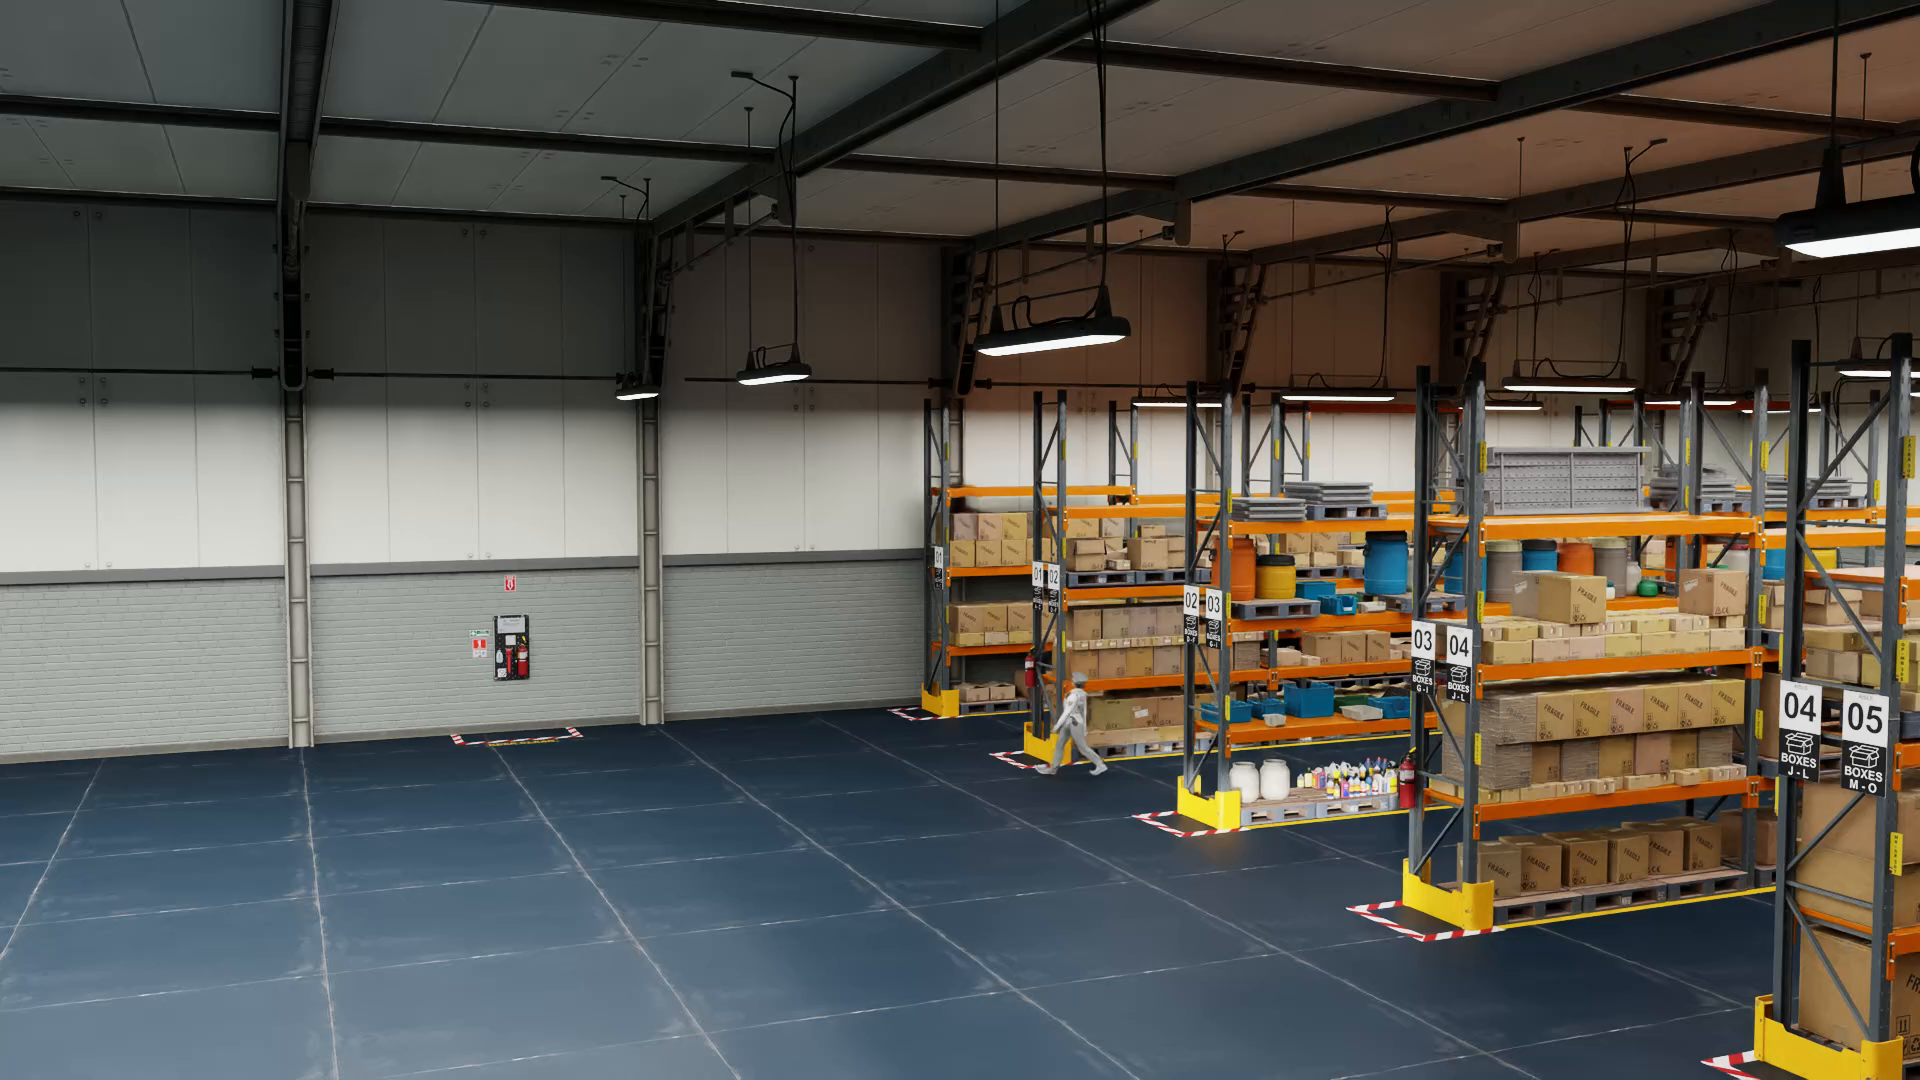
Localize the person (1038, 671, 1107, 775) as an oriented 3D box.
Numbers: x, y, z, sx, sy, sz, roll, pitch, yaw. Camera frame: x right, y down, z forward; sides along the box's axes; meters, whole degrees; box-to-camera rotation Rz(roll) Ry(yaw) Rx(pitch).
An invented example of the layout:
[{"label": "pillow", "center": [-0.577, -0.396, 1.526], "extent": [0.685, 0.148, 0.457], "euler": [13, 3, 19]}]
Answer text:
[{"label": "person", "center": [1.741, 2.834, 25.604], "extent": [1.033, 1.630, 0.474], "euler": [0, 3, -8]}]

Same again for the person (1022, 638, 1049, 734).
[{"label": "person", "center": [1.359, 2.570, 29.479], "extent": [0.430, 1.710, 0.582], "euler": [1, 4, 19]}]

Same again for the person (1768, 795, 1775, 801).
[{"label": "person", "center": [12.032, 2.939, 23.937], "extent": [0.900, 1.605, 0.418], "euler": [-2, 4, -33]}]
